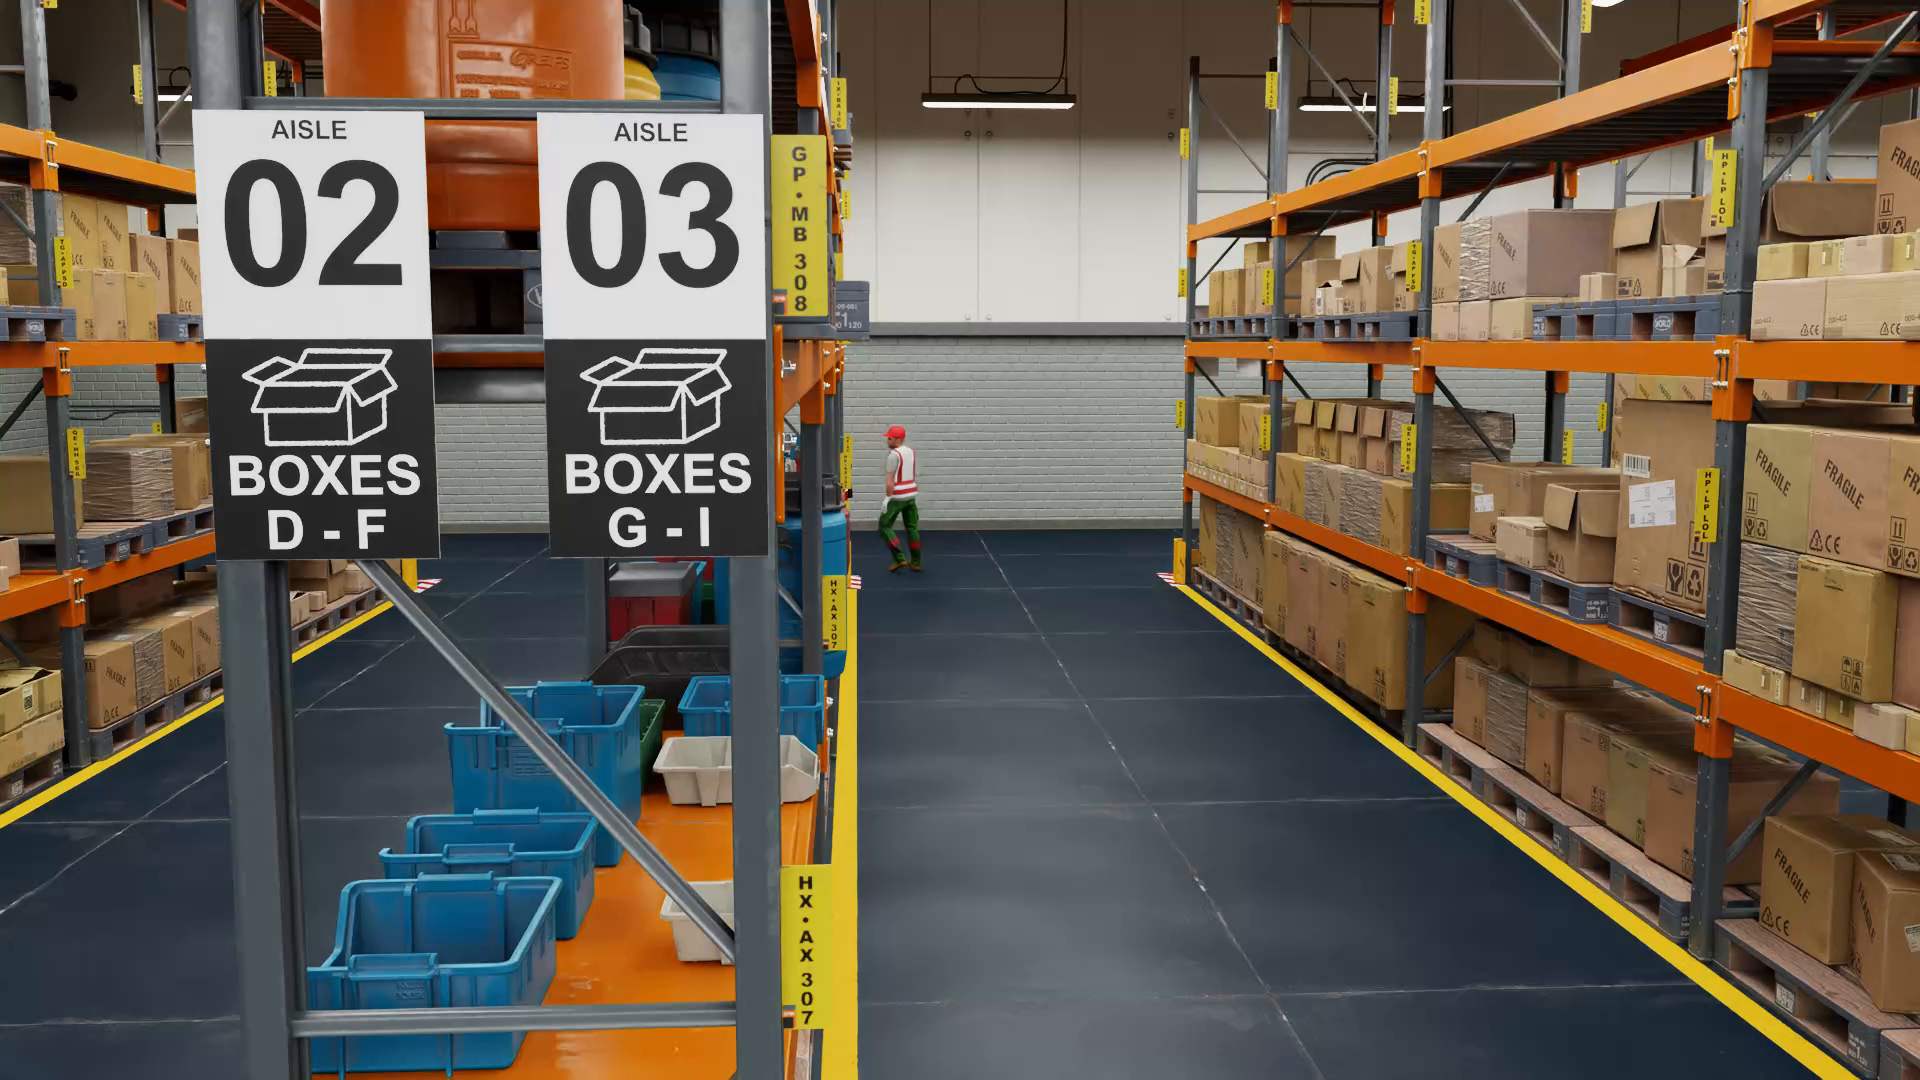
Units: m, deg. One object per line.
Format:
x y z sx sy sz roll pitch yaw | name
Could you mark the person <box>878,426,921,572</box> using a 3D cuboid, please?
-0.755 -0.501 20.294 0.467 1.798 0.717 6 9 42 | person
